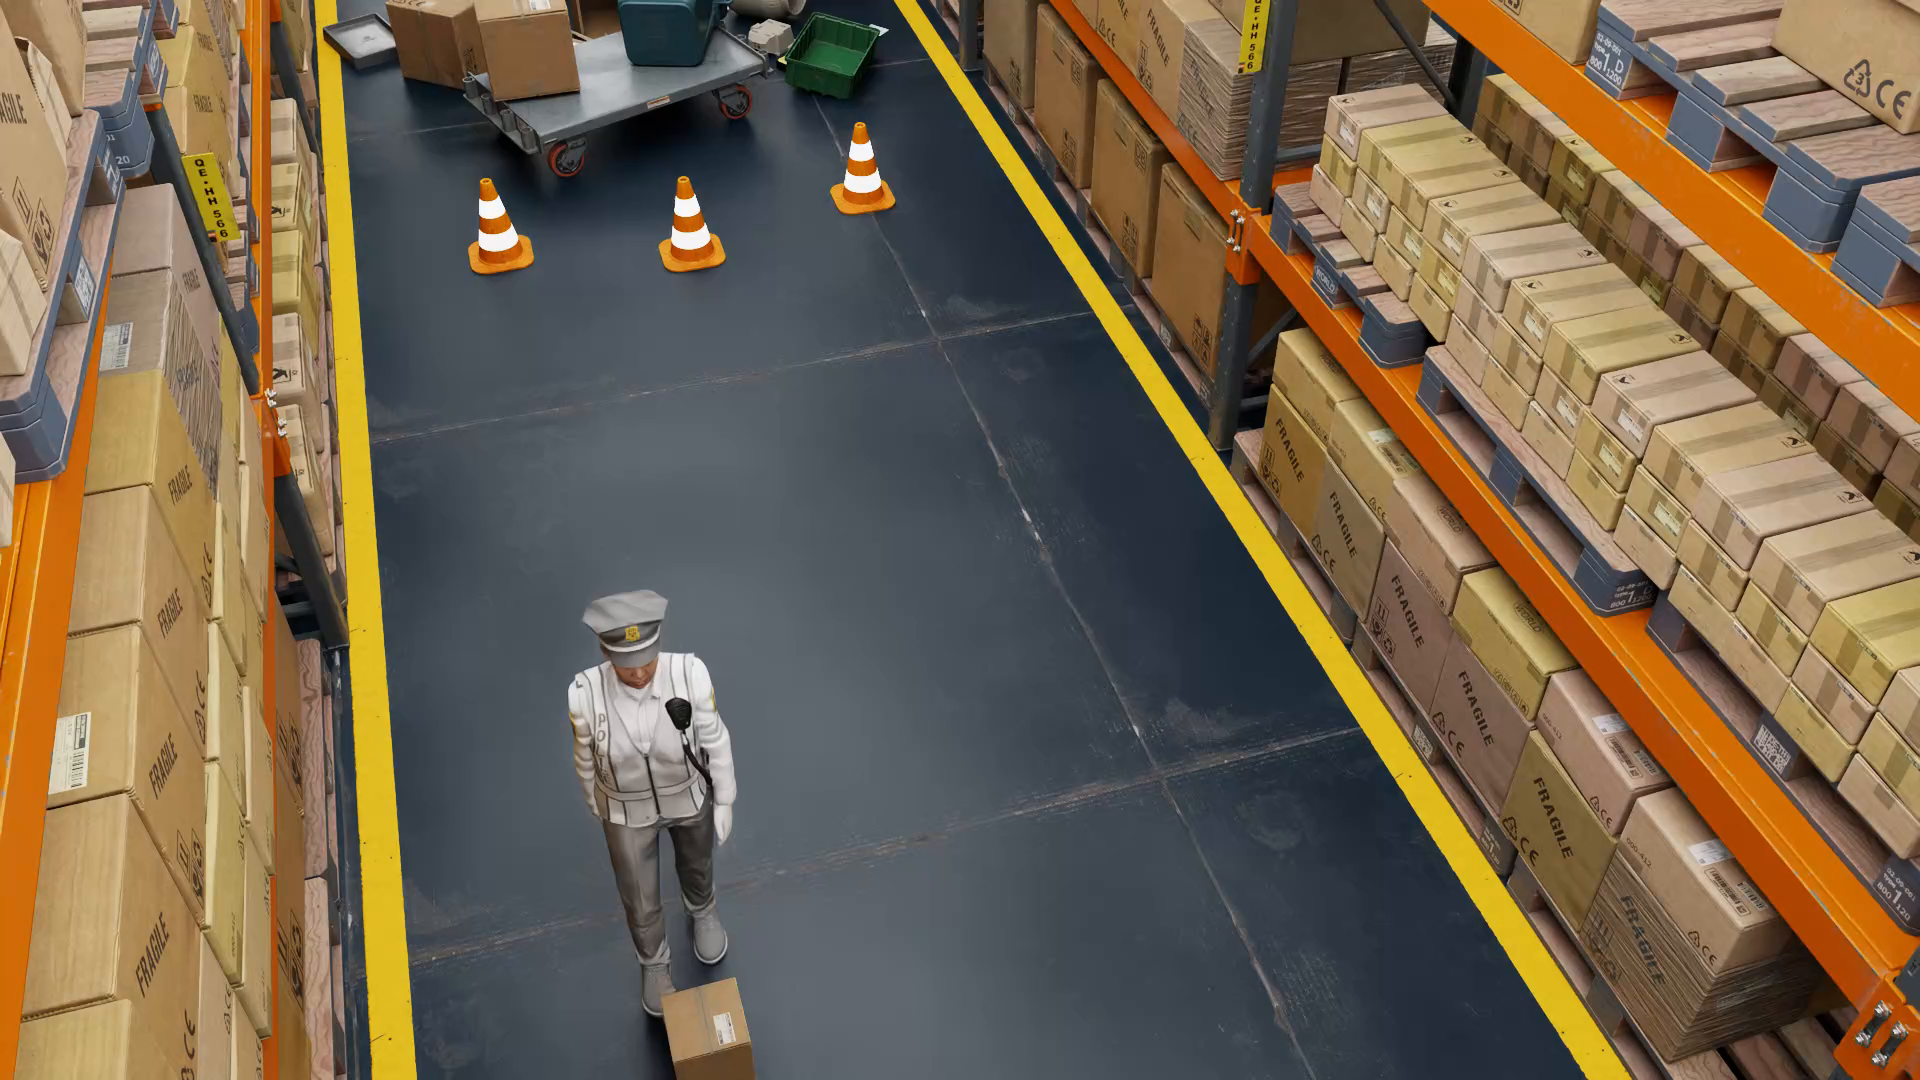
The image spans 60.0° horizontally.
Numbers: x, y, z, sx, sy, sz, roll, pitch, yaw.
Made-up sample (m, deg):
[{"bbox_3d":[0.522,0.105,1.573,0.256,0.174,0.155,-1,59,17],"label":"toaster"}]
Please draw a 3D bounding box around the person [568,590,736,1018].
[{"bbox_3d":[-0.931,0.845,5.227,0.475,1.683,0.485,-11,44,-12],"label":"person"}]
